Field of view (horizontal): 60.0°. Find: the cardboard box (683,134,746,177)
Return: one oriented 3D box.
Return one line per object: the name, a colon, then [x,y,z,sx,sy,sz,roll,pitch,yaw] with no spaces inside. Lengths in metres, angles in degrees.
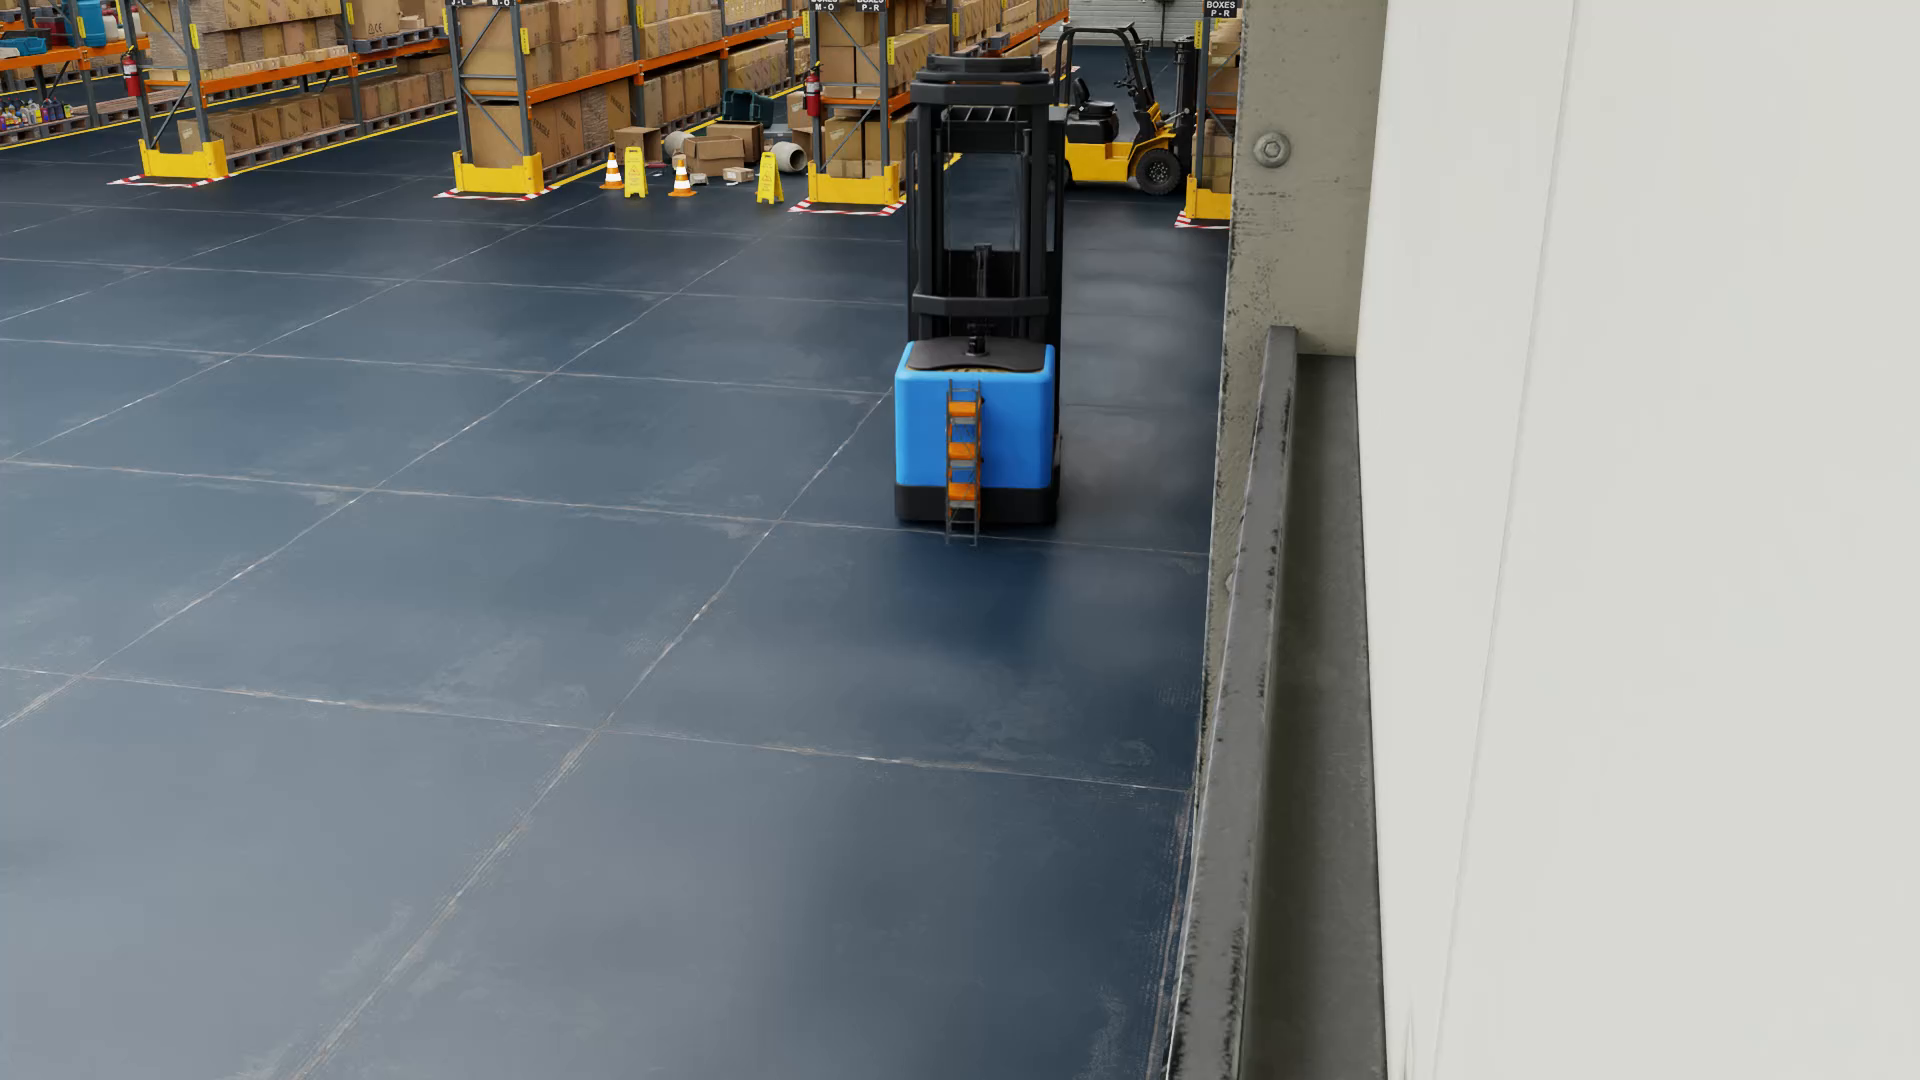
cardboard box: [-3.536,-5.526,23.914,0.797,0.503,0.637,-11,25,-26]

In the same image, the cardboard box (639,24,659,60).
cardboard box: [-5.095,-7.870,26.259,0.500,0.500,0.500,5,22,12]

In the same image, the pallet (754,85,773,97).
pallet: [-4.238,-8.551,31.819,1.003,0.211,1.213,4,22,11]

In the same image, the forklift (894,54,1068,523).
forklift: [0.191,-1.977,11.854,1.130,2.935,3.031,2,22,4]

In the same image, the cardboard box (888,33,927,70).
cardboard box: [-0.747,-6.747,23.074,0.500,0.500,0.500,4,22,10]

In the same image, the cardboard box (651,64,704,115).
cardboard box: [-5.037,-7.730,28.495,1.050,0.750,0.750,5,22,12]

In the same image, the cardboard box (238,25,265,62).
cardboard box: [-10.849,-7.359,24.592,0.875,0.500,0.500,4,22,11]

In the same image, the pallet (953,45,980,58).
pallet: [-0.301,-7.490,25.709,1.003,0.211,1.213,4,22,11]

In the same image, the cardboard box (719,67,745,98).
cardboard box: [-4.256,-8.389,30.466,0.500,0.500,0.500,4,22,9]

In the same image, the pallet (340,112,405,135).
pallet: [-10.144,-7.058,28.110,1.003,0.211,1.213,4,22,11]

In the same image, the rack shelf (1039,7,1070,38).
rack shelf: [1.441,-10.635,34.221,1.077,0.370,4.000,4,22,11]

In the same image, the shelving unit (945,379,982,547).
shelving unit: [0.021,-0.492,10.685,0.215,1.050,0.252,2,22,4]

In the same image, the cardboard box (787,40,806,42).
cardboard box: [-3.542,-10.733,35.961,0.380,0.149,0.250,3,22,8]

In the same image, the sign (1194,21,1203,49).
sign: [2.916,-6.165,20.293,0.100,0.325,0.005,4,22,11]

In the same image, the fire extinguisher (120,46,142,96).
fire extinguisher: [-11.592,-6.561,23.247,0.296,0.674,0.183,4,22,11]

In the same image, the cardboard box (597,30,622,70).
cardboard box: [-5.620,-7.382,24.982,0.875,0.550,0.550,4,22,11]

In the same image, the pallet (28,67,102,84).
pallet: [-18.742,-9.707,34.689,1.003,0.211,1.213,4,22,11]

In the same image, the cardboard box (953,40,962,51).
cardboard box: [-0.178,-7.567,25.417,0.380,0.149,0.250,5,22,12]

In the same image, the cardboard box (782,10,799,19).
cardboard box: [-3.456,-10.539,33.358,0.380,0.149,0.250,5,23,13]

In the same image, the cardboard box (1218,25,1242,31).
cardboard box: [3.717,-6.946,22.698,0.380,0.149,0.250,4,22,10]

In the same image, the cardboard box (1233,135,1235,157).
cardboard box: [3.728,-5.016,21.087,0.500,0.250,0.500,4,22,10]

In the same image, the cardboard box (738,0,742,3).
cardboard box: [-4.205,-9.907,30.431,0.380,0.149,0.250,4,22,9]

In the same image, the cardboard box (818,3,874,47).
cardboard box: [-1.525,-6.700,21.618,0.700,0.500,0.500,4,22,10]

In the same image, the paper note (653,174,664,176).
paper note: [-4.309,-5.239,23.839,0.144,0.017,0.142,13,25,29]

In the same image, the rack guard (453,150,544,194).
rack guard: [-6.287,-5.020,22.664,1.175,0.500,0.348,4,22,11]

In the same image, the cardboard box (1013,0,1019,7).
cardboard box: [0.769,-9.816,29.754,0.500,0.500,0.500,5,22,12]

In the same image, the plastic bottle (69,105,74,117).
plastic bottle: [-14.919,-7.194,27.872,0.097,0.201,0.097,0,22,0]

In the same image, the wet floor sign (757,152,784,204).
wet floor sign: [-2.502,-4.768,21.844,0.267,0.644,0.232,13,25,29]

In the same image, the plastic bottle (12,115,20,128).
plastic bottle: [-15.180,-6.725,26.707,0.097,0.201,0.097,0,22,0]

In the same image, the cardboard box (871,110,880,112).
cardboard box: [-1.295,-5.803,23.377,0.500,0.500,0.500,4,22,10]

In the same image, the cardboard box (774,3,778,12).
cardboard box: [-3.773,-10.400,32.450,0.380,0.149,0.250,5,22,11]

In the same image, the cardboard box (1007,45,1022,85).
cardboard box: [0.625,-8.555,30.378,0.875,0.875,0.875,5,22,12]

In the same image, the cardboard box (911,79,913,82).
cardboard box: [-0.856,-6.211,22.611,0.380,0.149,0.250,5,22,12]

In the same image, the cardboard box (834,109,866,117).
cardboard box: [-1.499,-5.868,22.671,0.380,0.149,0.250,5,22,12]

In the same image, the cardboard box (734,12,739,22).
cardboard box: [-4.252,-9.538,30.309,0.380,0.149,0.250,6,23,14]

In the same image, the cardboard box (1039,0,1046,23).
cardboard box: [1.385,-10.435,32.629,0.500,0.500,0.500,5,23,13]

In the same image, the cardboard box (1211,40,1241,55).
cardboard box: [3.311,-6.103,20.607,0.380,0.149,0.250,5,22,11]

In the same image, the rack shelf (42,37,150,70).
rack shelf: [-14.742,-8.842,29.770,1.077,0.370,4.000,4,22,11]

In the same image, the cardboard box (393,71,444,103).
cardboard box: [-9.703,-8.124,29.781,0.700,0.500,0.500,3,22,6]

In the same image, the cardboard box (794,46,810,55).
cardboard box: [-3.280,-10.212,34.667,0.380,0.149,0.250,5,22,12]

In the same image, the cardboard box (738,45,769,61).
cardboard box: [-3.950,-9.287,31.693,0.500,0.250,0.500,3,22,9]

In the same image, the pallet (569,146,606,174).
pallet: [-5.945,-5.638,24.585,1.003,0.211,1.213,4,22,11]

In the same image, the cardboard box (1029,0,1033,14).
cardboard box: [1.086,-10.036,31.304,0.500,0.250,0.500,5,22,12]

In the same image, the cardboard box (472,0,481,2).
cardboard box: [-9.320,-10.307,30.969,0.797,0.503,0.637,5,23,13]

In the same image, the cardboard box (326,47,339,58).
cardboard box: [-10.118,-7.758,26.453,0.380,0.149,0.250,4,22,11]

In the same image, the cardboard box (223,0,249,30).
cardboard box: [-10.629,-7.614,23.889,0.500,0.500,0.500,4,22,11]

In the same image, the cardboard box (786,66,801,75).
cardboard box: [-3.445,-9.558,33.840,0.380,0.149,0.250,3,22,9]

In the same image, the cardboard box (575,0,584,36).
cardboard box: [-5.919,-7.498,23.825,0.875,0.550,0.500,4,22,11]

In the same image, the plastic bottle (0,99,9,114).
plastic bottle: [-15.759,-7.087,27.406,0.144,0.351,0.185,4,22,9]

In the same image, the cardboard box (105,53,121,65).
cardboard box: [-18.295,-10.411,35.460,0.500,0.500,0.500,5,22,11]

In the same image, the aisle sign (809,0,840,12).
aisle sign: [-1.712,-7.053,20.887,0.394,0.787,0.004,4,22,11]

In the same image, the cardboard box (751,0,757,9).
cardboard box: [-4.042,-10.062,31.213,0.380,0.149,0.250,5,23,13]

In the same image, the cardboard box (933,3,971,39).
cardboard box: [-0.122,-8.023,25.680,0.500,0.500,0.500,5,22,11]

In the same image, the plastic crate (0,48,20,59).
plastic crate: [-15.233,-7.709,26.346,0.530,0.136,0.437,4,22,11]

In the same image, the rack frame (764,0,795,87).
rack frame: [-3.834,-10.577,33.116,1.000,3.000,0.127,4,22,11]

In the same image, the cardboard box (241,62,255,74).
cardboard box: [-10.602,-6.937,24.414,0.380,0.149,0.250,4,22,11]

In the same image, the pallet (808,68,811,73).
pallet: [-3.485,-9.980,35.365,1.003,0.211,1.213,4,22,11]
